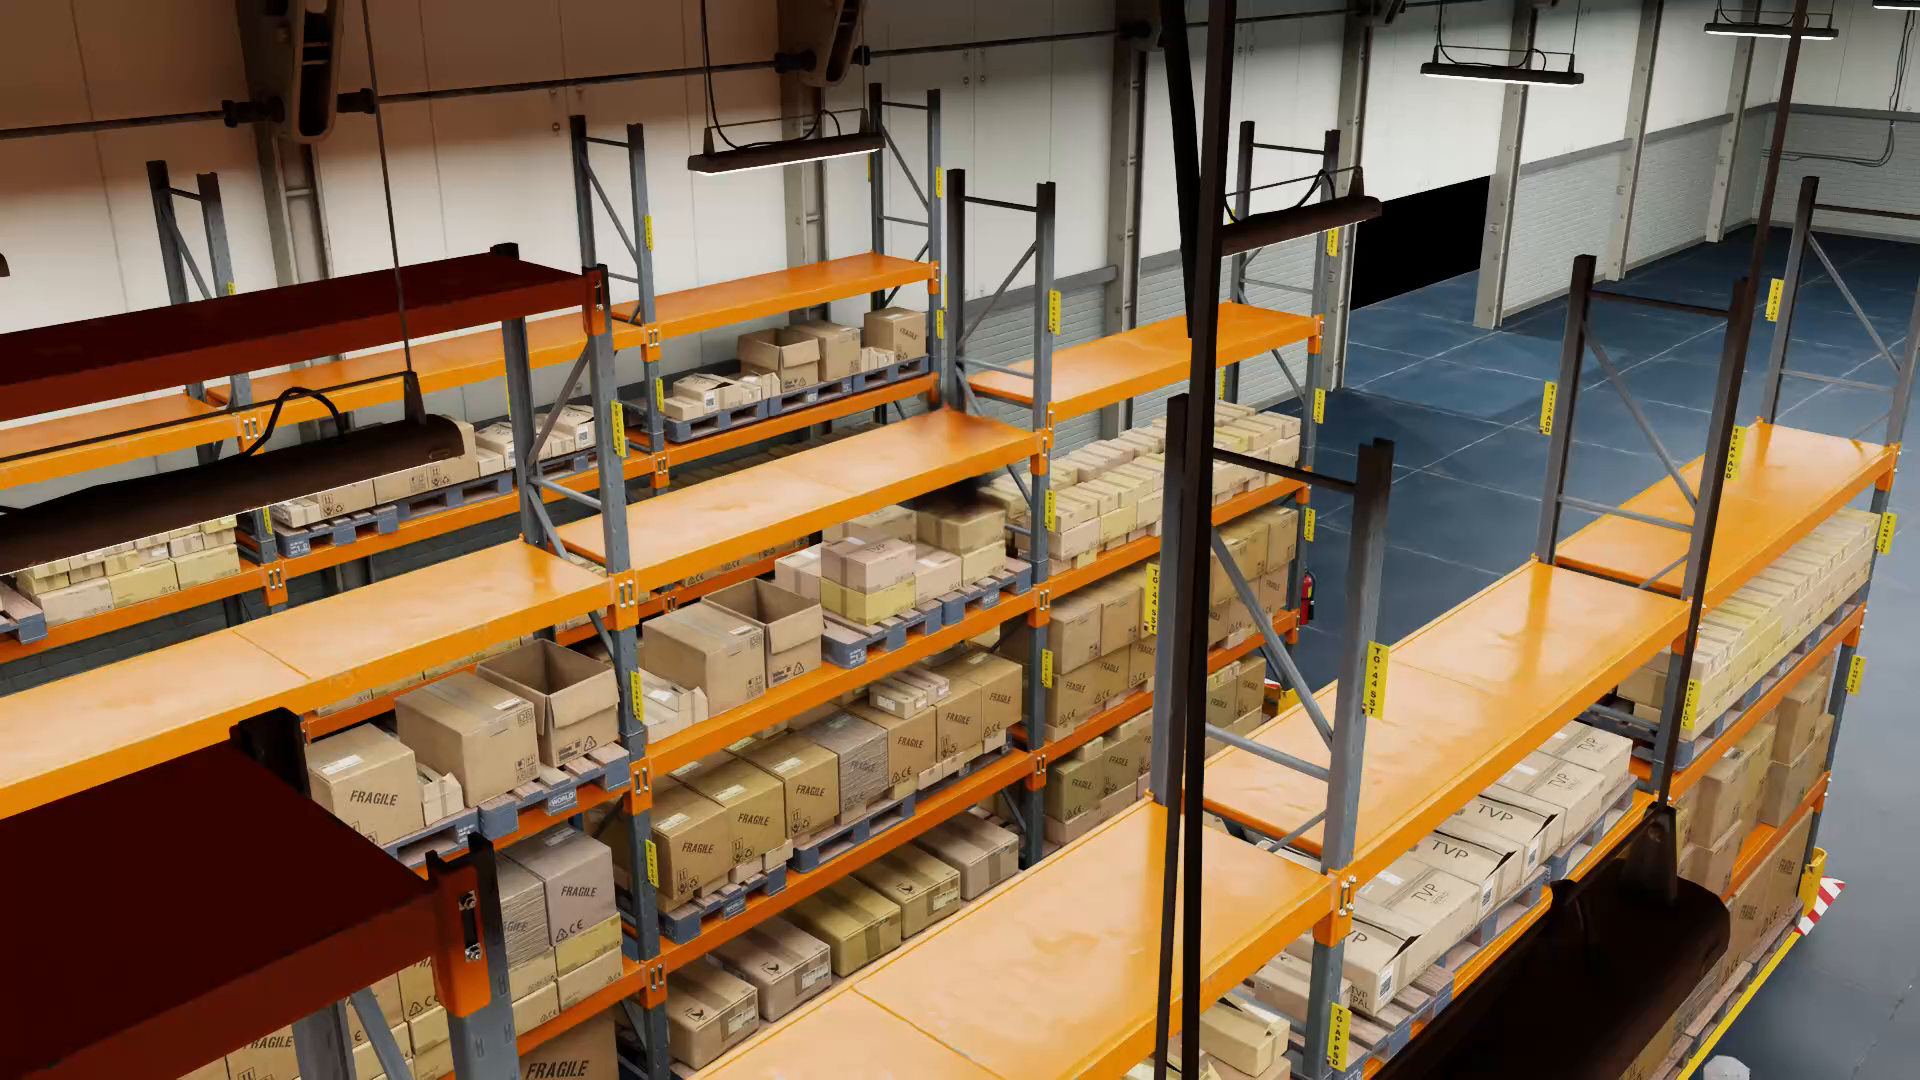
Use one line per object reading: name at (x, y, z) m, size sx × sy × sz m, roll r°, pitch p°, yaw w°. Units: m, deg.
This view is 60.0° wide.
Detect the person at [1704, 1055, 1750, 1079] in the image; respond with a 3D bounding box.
person at (4.378, 3.812, 9.764) m, size 0.660 × 1.755 × 0.772 m, roll 15°, pitch 26°, yaw 34°
